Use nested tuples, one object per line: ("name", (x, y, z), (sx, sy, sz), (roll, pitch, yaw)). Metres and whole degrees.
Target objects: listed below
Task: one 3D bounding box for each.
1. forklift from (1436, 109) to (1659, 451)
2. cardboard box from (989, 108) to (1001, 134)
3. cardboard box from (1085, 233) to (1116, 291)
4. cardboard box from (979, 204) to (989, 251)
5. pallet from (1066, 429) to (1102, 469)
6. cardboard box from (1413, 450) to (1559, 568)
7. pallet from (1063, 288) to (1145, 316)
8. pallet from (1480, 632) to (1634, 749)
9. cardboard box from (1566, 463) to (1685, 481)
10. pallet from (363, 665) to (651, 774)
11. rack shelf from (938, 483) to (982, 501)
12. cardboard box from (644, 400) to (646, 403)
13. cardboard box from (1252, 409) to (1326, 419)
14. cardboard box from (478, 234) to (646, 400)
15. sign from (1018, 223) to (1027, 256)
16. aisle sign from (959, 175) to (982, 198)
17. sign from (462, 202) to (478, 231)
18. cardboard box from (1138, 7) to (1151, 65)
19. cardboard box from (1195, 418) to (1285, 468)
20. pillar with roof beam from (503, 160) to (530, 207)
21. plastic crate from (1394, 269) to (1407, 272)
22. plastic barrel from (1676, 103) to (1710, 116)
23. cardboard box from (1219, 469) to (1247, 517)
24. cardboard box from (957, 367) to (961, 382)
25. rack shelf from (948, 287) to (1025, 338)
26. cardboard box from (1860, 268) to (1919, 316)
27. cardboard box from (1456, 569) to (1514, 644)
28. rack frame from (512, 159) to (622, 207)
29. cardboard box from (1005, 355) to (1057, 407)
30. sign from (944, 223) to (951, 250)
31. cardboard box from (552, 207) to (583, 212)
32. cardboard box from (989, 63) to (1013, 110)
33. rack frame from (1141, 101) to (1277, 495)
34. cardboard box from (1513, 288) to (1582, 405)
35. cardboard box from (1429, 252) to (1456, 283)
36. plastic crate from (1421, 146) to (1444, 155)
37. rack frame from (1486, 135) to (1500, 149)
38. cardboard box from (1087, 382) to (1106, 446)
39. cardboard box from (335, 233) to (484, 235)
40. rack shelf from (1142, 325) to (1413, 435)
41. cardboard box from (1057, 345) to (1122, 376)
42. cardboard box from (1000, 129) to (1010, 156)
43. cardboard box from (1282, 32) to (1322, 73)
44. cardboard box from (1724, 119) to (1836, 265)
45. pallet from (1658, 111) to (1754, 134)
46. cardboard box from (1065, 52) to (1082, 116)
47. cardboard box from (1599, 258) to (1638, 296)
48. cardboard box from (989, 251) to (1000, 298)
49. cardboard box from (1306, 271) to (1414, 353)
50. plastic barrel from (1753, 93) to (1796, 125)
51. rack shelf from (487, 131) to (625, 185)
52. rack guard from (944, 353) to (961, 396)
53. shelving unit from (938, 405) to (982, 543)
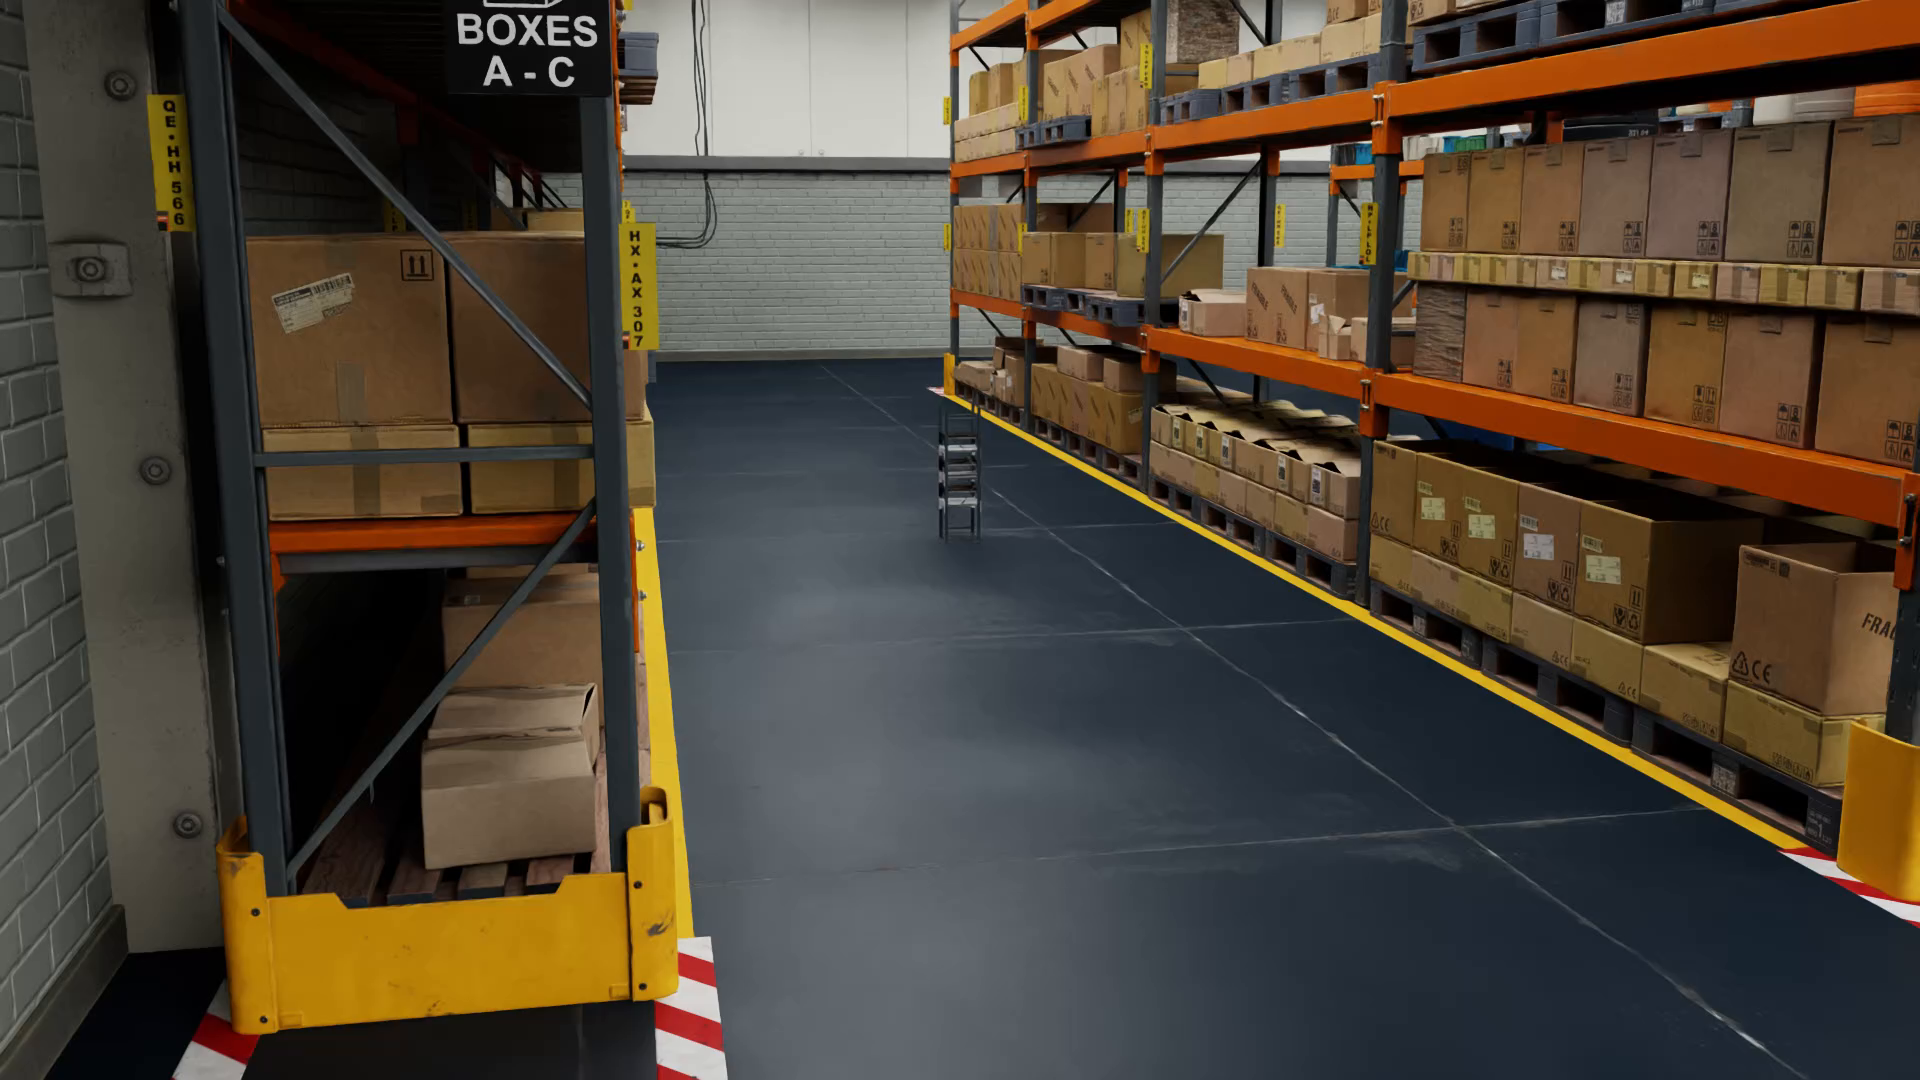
("forklift", (5.250, -1.796, 12.792), (3.031, 2.935, 1.130), (-4, 11, -20))
("cardboard box", (0.608, -4.501, 17.861), (0.500, 0.250, 0.500), (-2, 11, -11))
("cardboard box", (1.562, -2.526, 15.054), (0.700, 0.500, 0.500), (-5, 12, -25))
("cardboard box", (0.509, -3.494, 18.592), (0.500, 0.500, 0.500), (-2, 11, -12))
("pallet", (1.594, -0.850, 15.099), (1.003, 0.211, 1.213), (-2, 11, -11))
("cardboard box", (2.602, -0.161, 8.245), (0.500, 0.500, 0.500), (-2, 11, -11))
("pallet", (1.553, -2.121, 14.830), (1.003, 0.211, 1.213), (-2, 11, -11))
("pallet", (3.068, 0.616, 7.393), (1.003, 0.211, 1.213), (-2, 11, -11))
("cardboard box", (3.205, -0.088, 7.862), (0.500, 0.500, 0.500), (-2, 11, -11))
("pallet", (-1.739, 0.772, 6.576), (1.003, 0.211, 1.213), (-2, 11, -11))
("rack shelf", (-0.002, -0.322, 11.143), (0.258, 0.077, 0.200), (-2, 11, -11))
("cardboard box", (-1.265, -0.342, 5.320), (0.500, 0.250, 0.500), (-2, 11, -13))
("cardboard box", (2.387, -0.807, 12.147), (0.500, 0.311, 0.500), (-2, 11, -12))
("cardboard box", (-1.251, -0.704, 5.217), (0.500, 0.500, 0.500), (-2, 11, -11))
("sign", (0.627, -2.996, 16.601), (0.100, 0.325, 0.005), (-2, 11, -11))
("aisle sign", (0.079, -4.605, 20.414), (0.394, 0.787, 0.004), (-2, 11, -11))
("sign", (-3.466, -2.226, 11.771), (0.100, 0.325, 0.005), (-2, 11, -11))
("cardboard box", (1.758, -4.046, 13.468), (0.500, 0.500, 0.500), (-2, 11, -11))
("cardboard box", (1.957, -0.693, 11.547), (0.500, 0.311, 0.500), (-2, 11, -13))
("pillar with roof beam", (-1.629, -6.712, 22.395), (9.100, 9.000, 0.400), (-2, 11, -11))
("plastic crate", (5.279, -3.099, 19.741), (0.416, 0.233, 0.300), (-2, 11, -11))
("plastic barrel", (6.443, -3.841, 14.580), (0.301, 0.262, 0.301), (0, 11, 0))
("cardboard box", (2.055, -0.326, 11.117), (0.500, 0.250, 0.500), (-2, 11, -10))
("cardboard box", (0.173, -2.015, 20.161), (0.380, 0.166, 0.250), (-2, 11, -11))
("rack shelf", (0.769, -2.606, 18.787), (1.077, 0.370, 4.000), (-2, 11, -11))
("cardboard box", (3.231, -0.822, 5.492), (0.380, 0.149, 0.250), (-2, 11, -12))
("cardboard box", (2.691, 0.299, 7.832), (0.500, 0.250, 0.500), (-2, 11, -11))
("rack frame", (-3.700, -2.411, 15.843), (1.000, 3.000, 0.127), (-2, 11, -11))
("cardboard box", (0.769, -1.674, 17.480), (0.500, 0.500, 0.500), (-2, 11, -11))
("sign", (-0.152, -3.731, 20.463), (0.100, 0.325, 0.005), (-2, 11, -11))
("cardboard box", (-2.764, -2.349, 12.394), (0.500, 0.250, 0.500), (-2, 11, -10))
("cardboard box", (0.718, -4.968, 18.313), (0.700, 0.500, 0.500), (-2, 11, -11))
("rack frame", (1.936, -1.859, 12.939), (1.000, 3.000, 0.127), (-2, 11, -11))
("cardboard box", (3.009, -0.904, 7.657), (0.700, 0.500, 0.500), (-2, 11, -10))
("cardboard box", (2.625, -1.390, 8.476), (0.380, 0.149, 0.250), (-2, 11, -10))
("plastic crate", (5.397, -4.335, 18.633), (0.293, 0.136, 0.466), (-2, 11, -11))
("rack frame", (6.017, -2.772, 17.736), (1.000, 3.000, 0.127), (-2, 11, -11))
("cardboard box", (1.423, -1.105, 14.486), (0.500, 0.500, 0.500), (-3, 11, -13))
("cardboard box", (-1.860, -0.781, 5.620), (0.500, 0.500, 0.500), (-2, 11, -13))
("rack shelf", (2.325, -1.138, 11.079), (1.077, 0.370, 4.000), (-2, 11, -11))
("cardboard box", (1.207, -1.668, 15.439), (0.500, 0.250, 0.500), (-2, 11, -11))
("cardboard box", (0.716, -4.164, 17.428), (0.500, 0.250, 0.500), (-2, 11, -11))
("cardboard box", (2.402, -3.084, 10.633), (0.500, 0.250, 0.500), (-3, 11, -16))
("cardboard box", (3.296, -1.270, 6.108), (0.700, 0.500, 0.500), (-2, 11, -12))
("pallet", (6.742, -3.563, 14.374), (1.003, 0.211, 1.213), (-2, 11, -11))
("cardboard box", (1.336, -4.153, 15.315), (0.600, 0.600, 0.600), (-2, 11, -12))
("cardboard box", (2.927, -1.107, 6.986), (0.380, 0.149, 0.250), (-2, 11, -12))
("cardboard box", (0.605, -2.912, 18.207), (0.500, 0.500, 0.500), (-2, 11, -10))
("cardboard box", (2.478, -1.412, 10.326), (0.500, 0.500, 0.500), (-1, 11, -7))
("plastic barrel", (6.555, -3.498, 13.233), (0.421, 0.512, 0.421), (0, 11, 0))
("rack shelf", (-3.312, -3.165, 13.703), (1.077, 0.370, 4.000), (-2, 11, -11))
("rack guard", (0.395, -2.084, 20.808), (1.175, 0.500, 0.348), (-2, 11, -11))
("shelving unit", (-0.002, -0.444, 11.120), (0.258, 0.900, 0.210), (-2, 11, -11))
